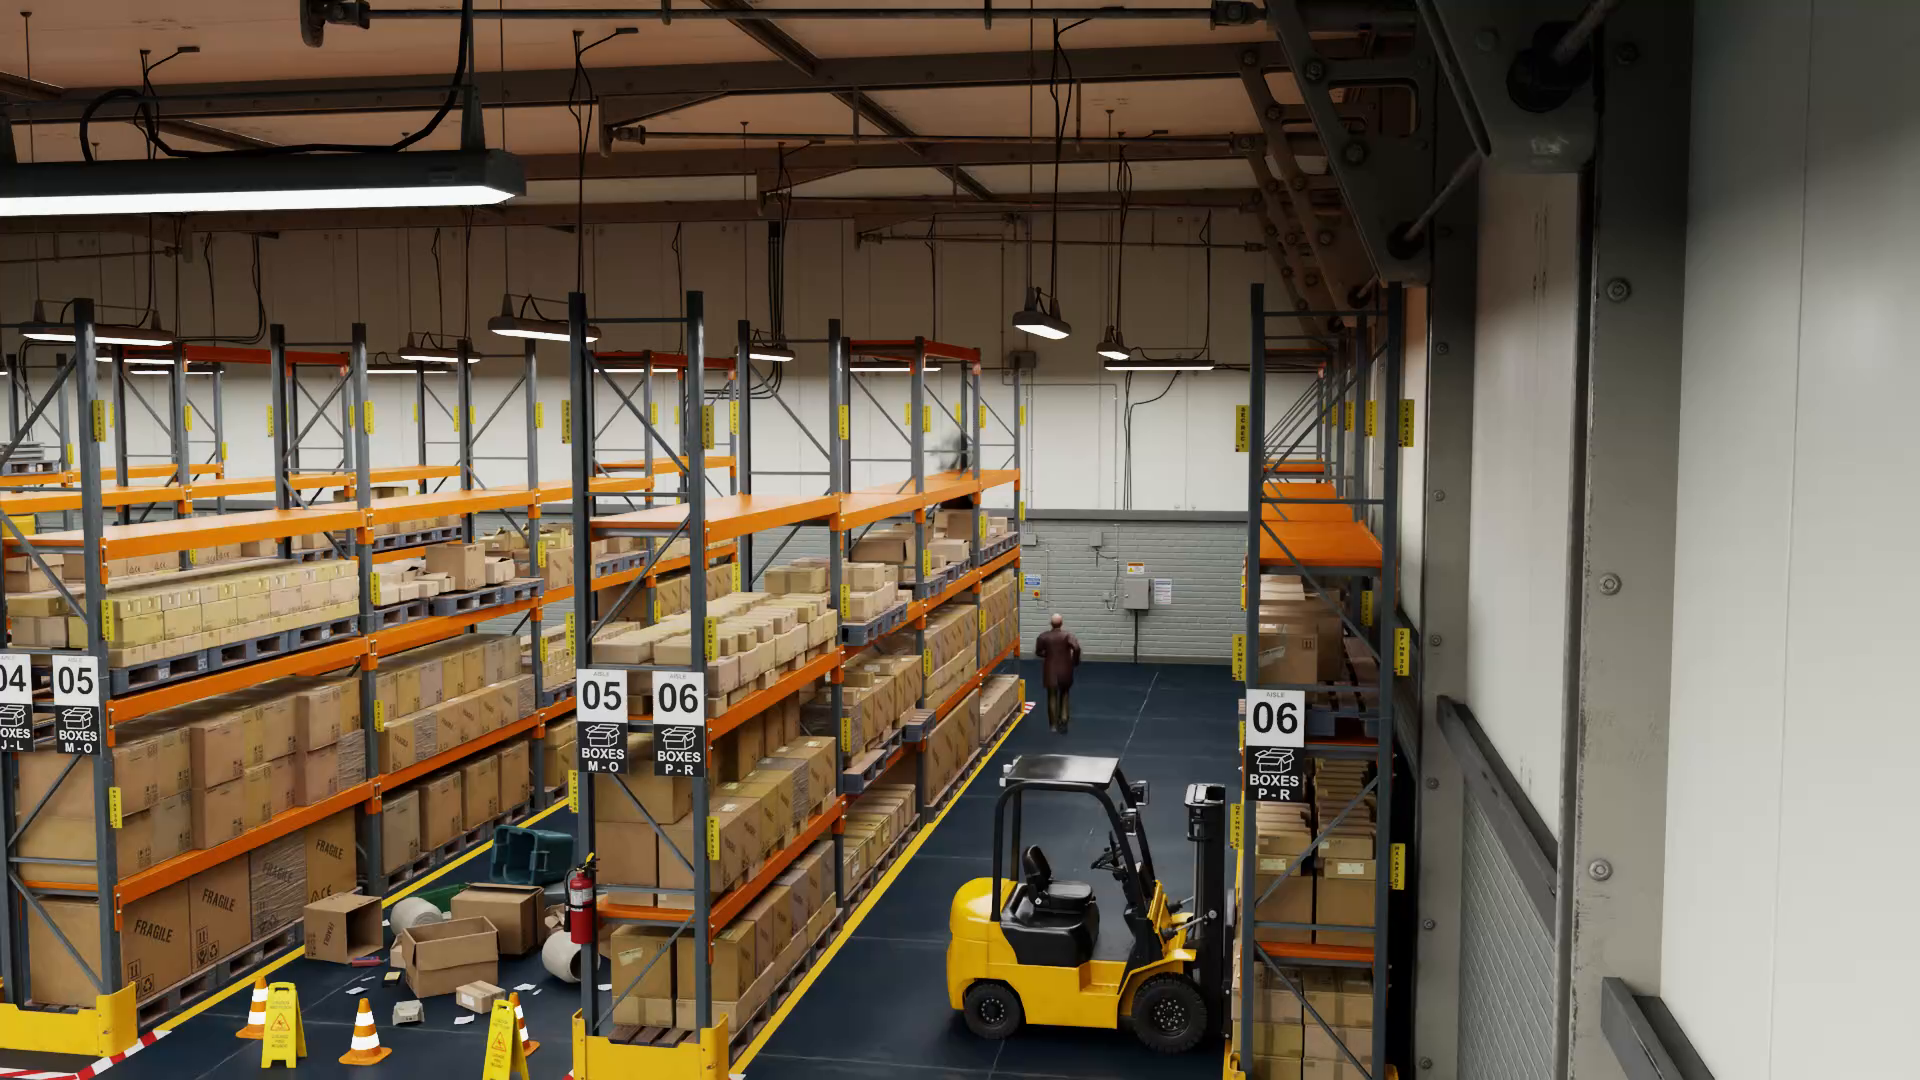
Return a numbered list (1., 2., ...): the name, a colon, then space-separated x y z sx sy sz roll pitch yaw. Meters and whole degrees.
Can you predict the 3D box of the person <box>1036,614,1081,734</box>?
1. person: 1.473 2.014 24.901 0.675 1.843 0.752 0 5 4
